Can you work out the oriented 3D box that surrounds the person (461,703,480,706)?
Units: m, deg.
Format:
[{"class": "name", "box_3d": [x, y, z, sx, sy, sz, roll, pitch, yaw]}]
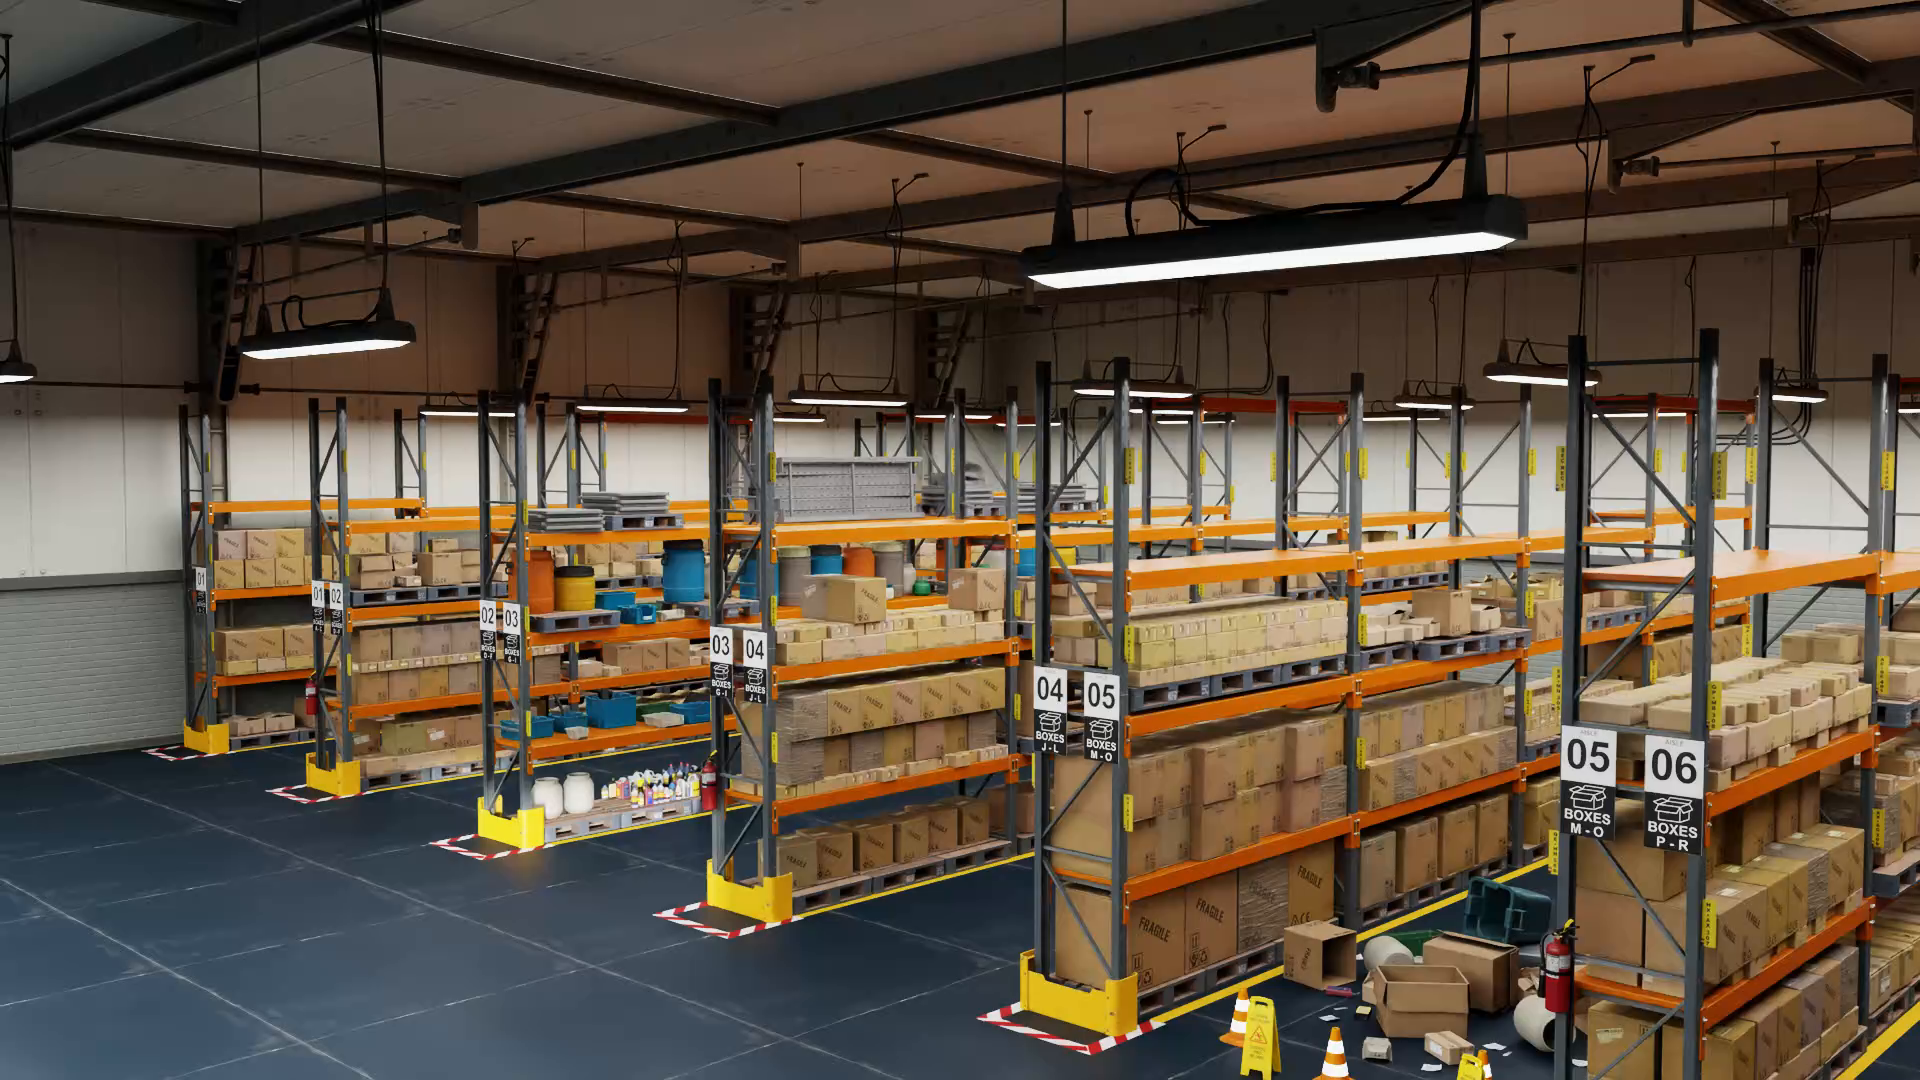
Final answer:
[{"class": "person", "box_3d": [-8.802, 2.726, 30.102, 0.776, 1.719, 0.541, 1, 3, 19]}]
